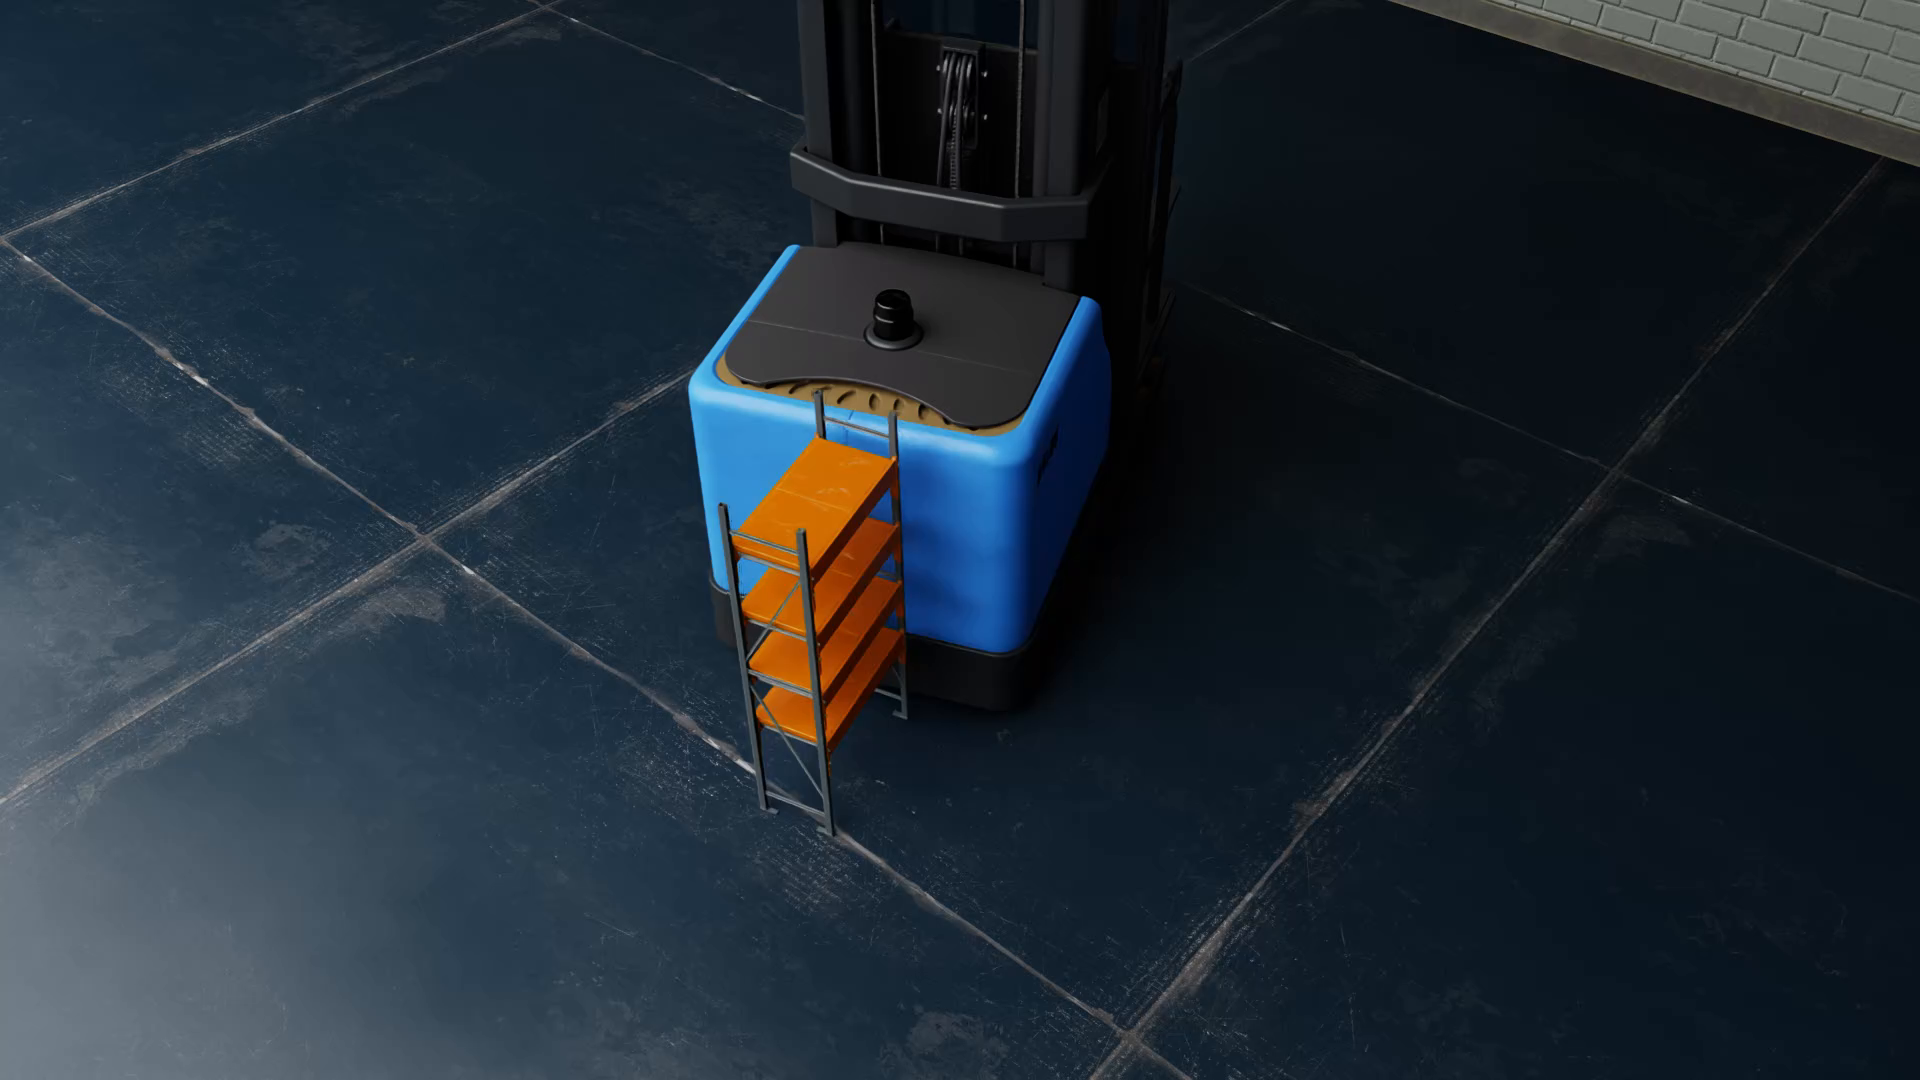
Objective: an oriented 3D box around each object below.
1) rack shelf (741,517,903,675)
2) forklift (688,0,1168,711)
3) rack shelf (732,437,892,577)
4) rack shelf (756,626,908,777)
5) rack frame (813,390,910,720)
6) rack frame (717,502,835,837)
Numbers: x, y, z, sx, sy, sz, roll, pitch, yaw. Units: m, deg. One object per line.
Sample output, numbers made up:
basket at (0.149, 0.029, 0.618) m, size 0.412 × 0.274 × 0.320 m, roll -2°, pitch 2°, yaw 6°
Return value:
rack shelf at (-0.375, 0.117, 4.491) m, size 0.258 × 0.148 × 0.480 m, roll 17°, pitch 46°, yaw 18°
forklift at (-0.014, -1.196, 4.934) m, size 1.129 × 2.867 × 1.939 m, roll 12°, pitch 44°, yaw 13°
rack shelf at (-0.377, -0.084, 4.302) m, size 0.221 × 0.050 × 0.457 m, roll 17°, pitch 46°, yaw 18°
rack shelf at (-0.372, 0.425, 4.780) m, size 0.258 × 0.148 × 0.480 m, roll 17°, pitch 46°, yaw 18°
rack frame at (-0.271, 0.079, 4.759) m, size 0.240 × 1.200 × 0.015 m, roll 17°, pitch 46°, yaw 18°
rack frame at (-0.478, 0.382, 4.437) m, size 0.240 × 1.200 × 0.015 m, roll 17°, pitch 46°, yaw 18°
